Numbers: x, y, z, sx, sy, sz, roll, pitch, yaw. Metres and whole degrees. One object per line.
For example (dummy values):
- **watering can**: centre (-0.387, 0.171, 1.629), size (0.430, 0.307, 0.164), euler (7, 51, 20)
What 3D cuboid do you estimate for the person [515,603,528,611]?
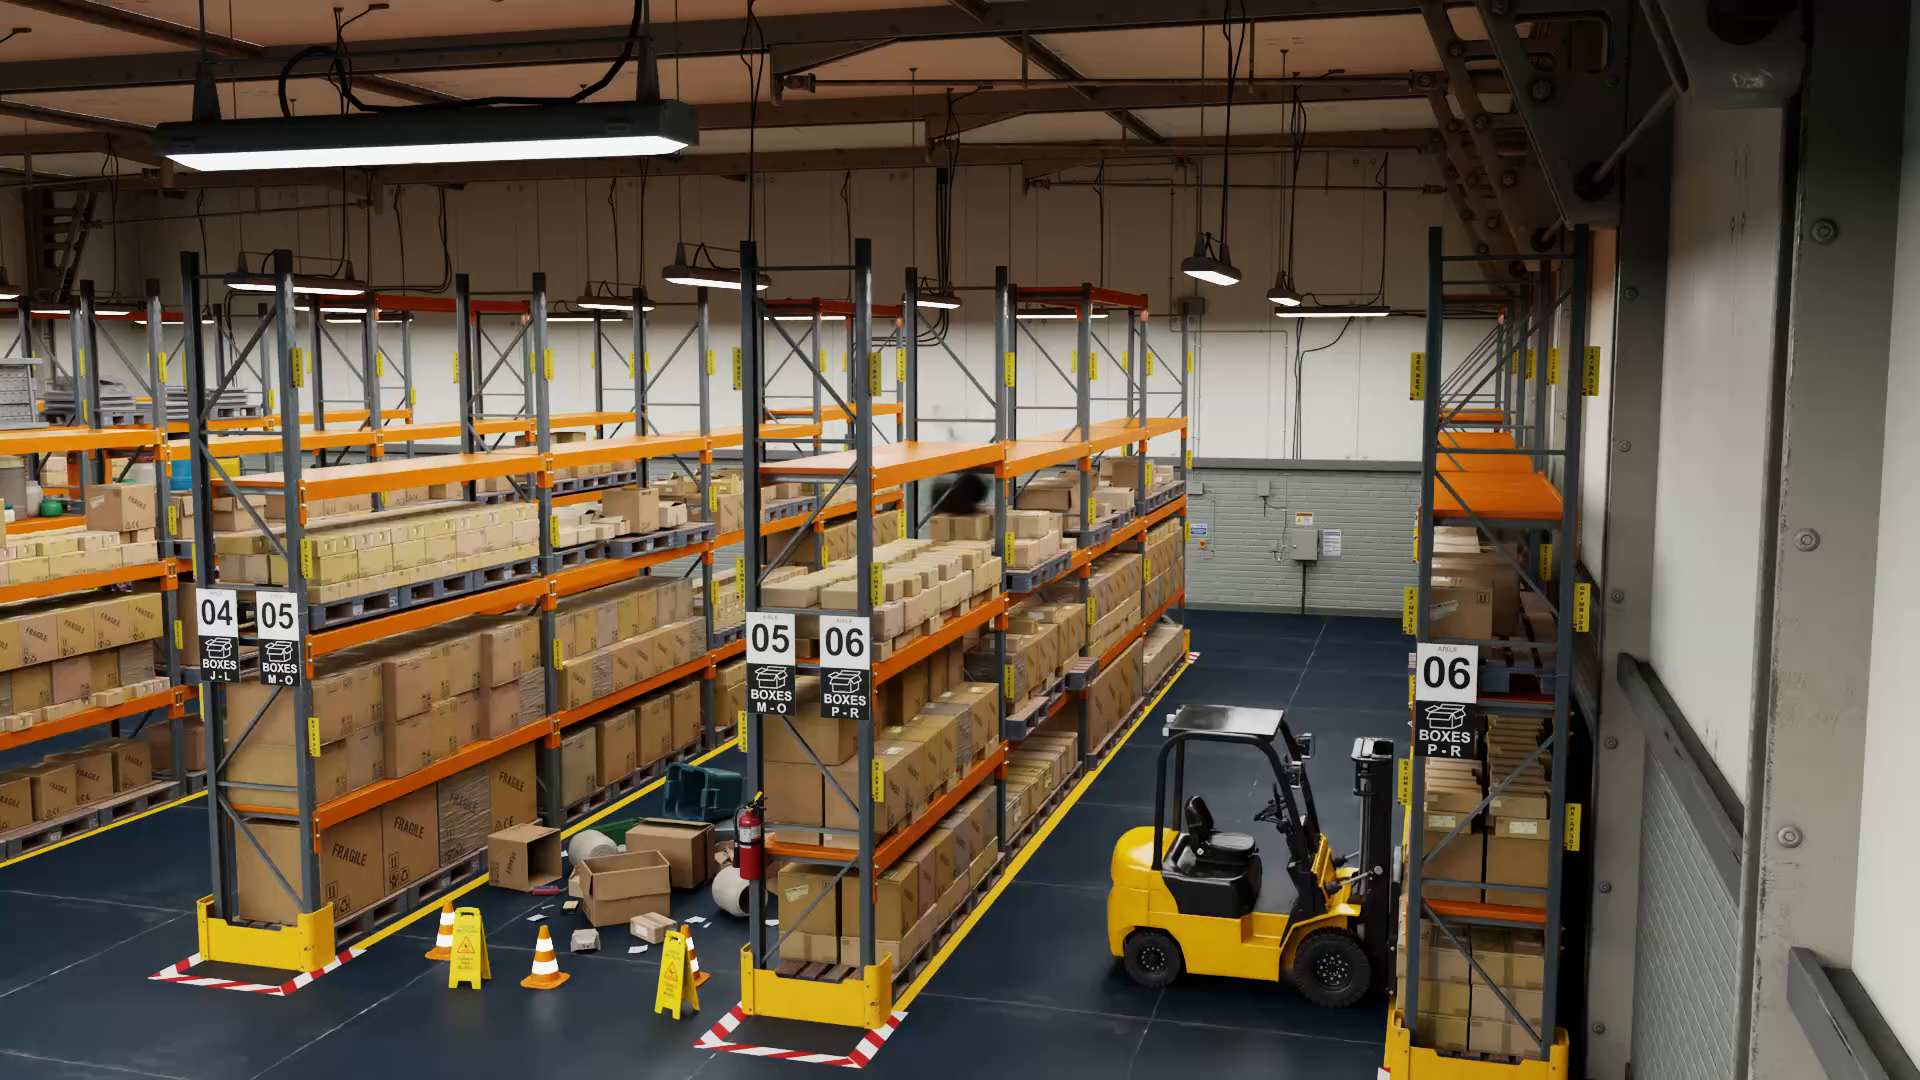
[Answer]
- **person**: centre (-6.286, 1.707, 23.891), size (0.510, 1.604, 0.625), euler (1, 7, 12)

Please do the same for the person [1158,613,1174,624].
- **person**: centre (3.415, 1.032, 29.512), size (0.915, 1.663, 0.681), euler (4, 8, 33)
